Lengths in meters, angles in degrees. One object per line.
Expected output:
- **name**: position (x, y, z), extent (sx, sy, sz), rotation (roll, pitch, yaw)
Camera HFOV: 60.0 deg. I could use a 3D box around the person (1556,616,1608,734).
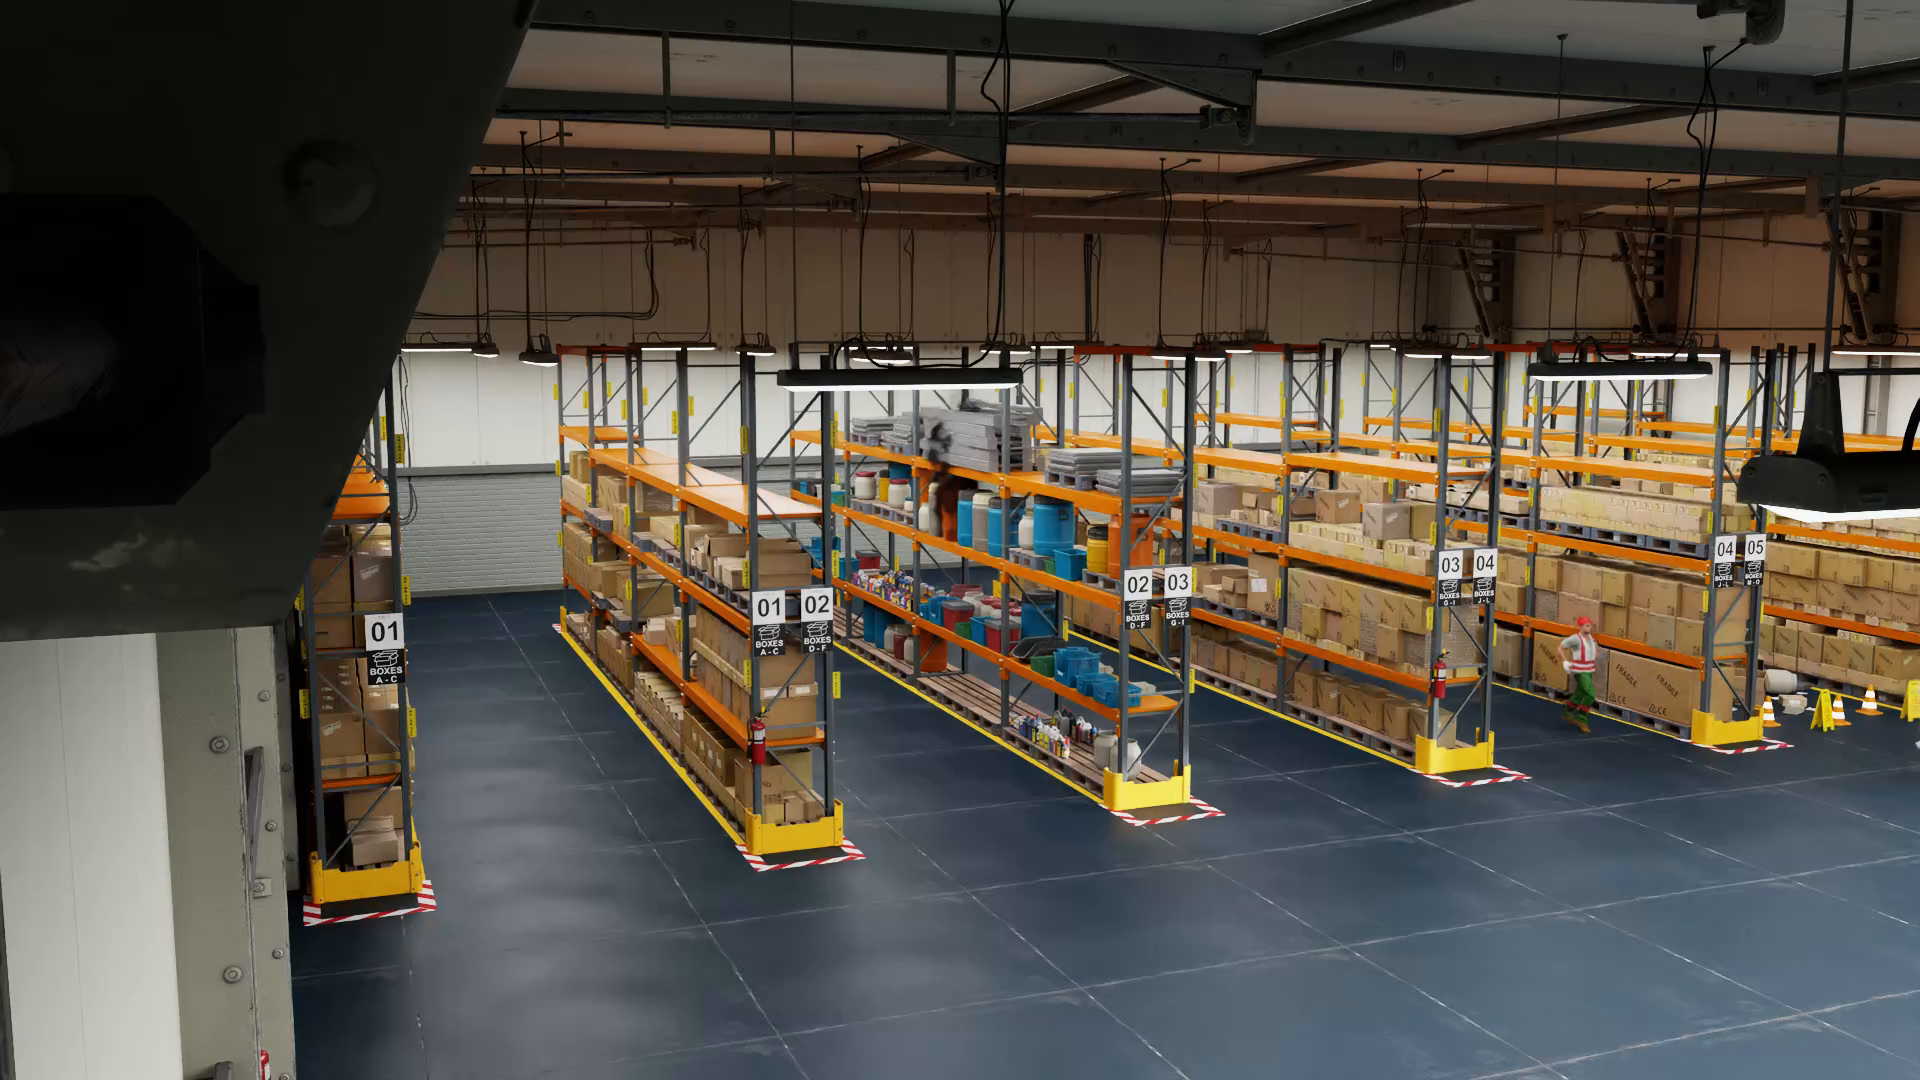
- **person**: position (9.827, 2.121, 26.240), extent (0.645, 1.840, 0.767), rotation (-6, 9, -37)
